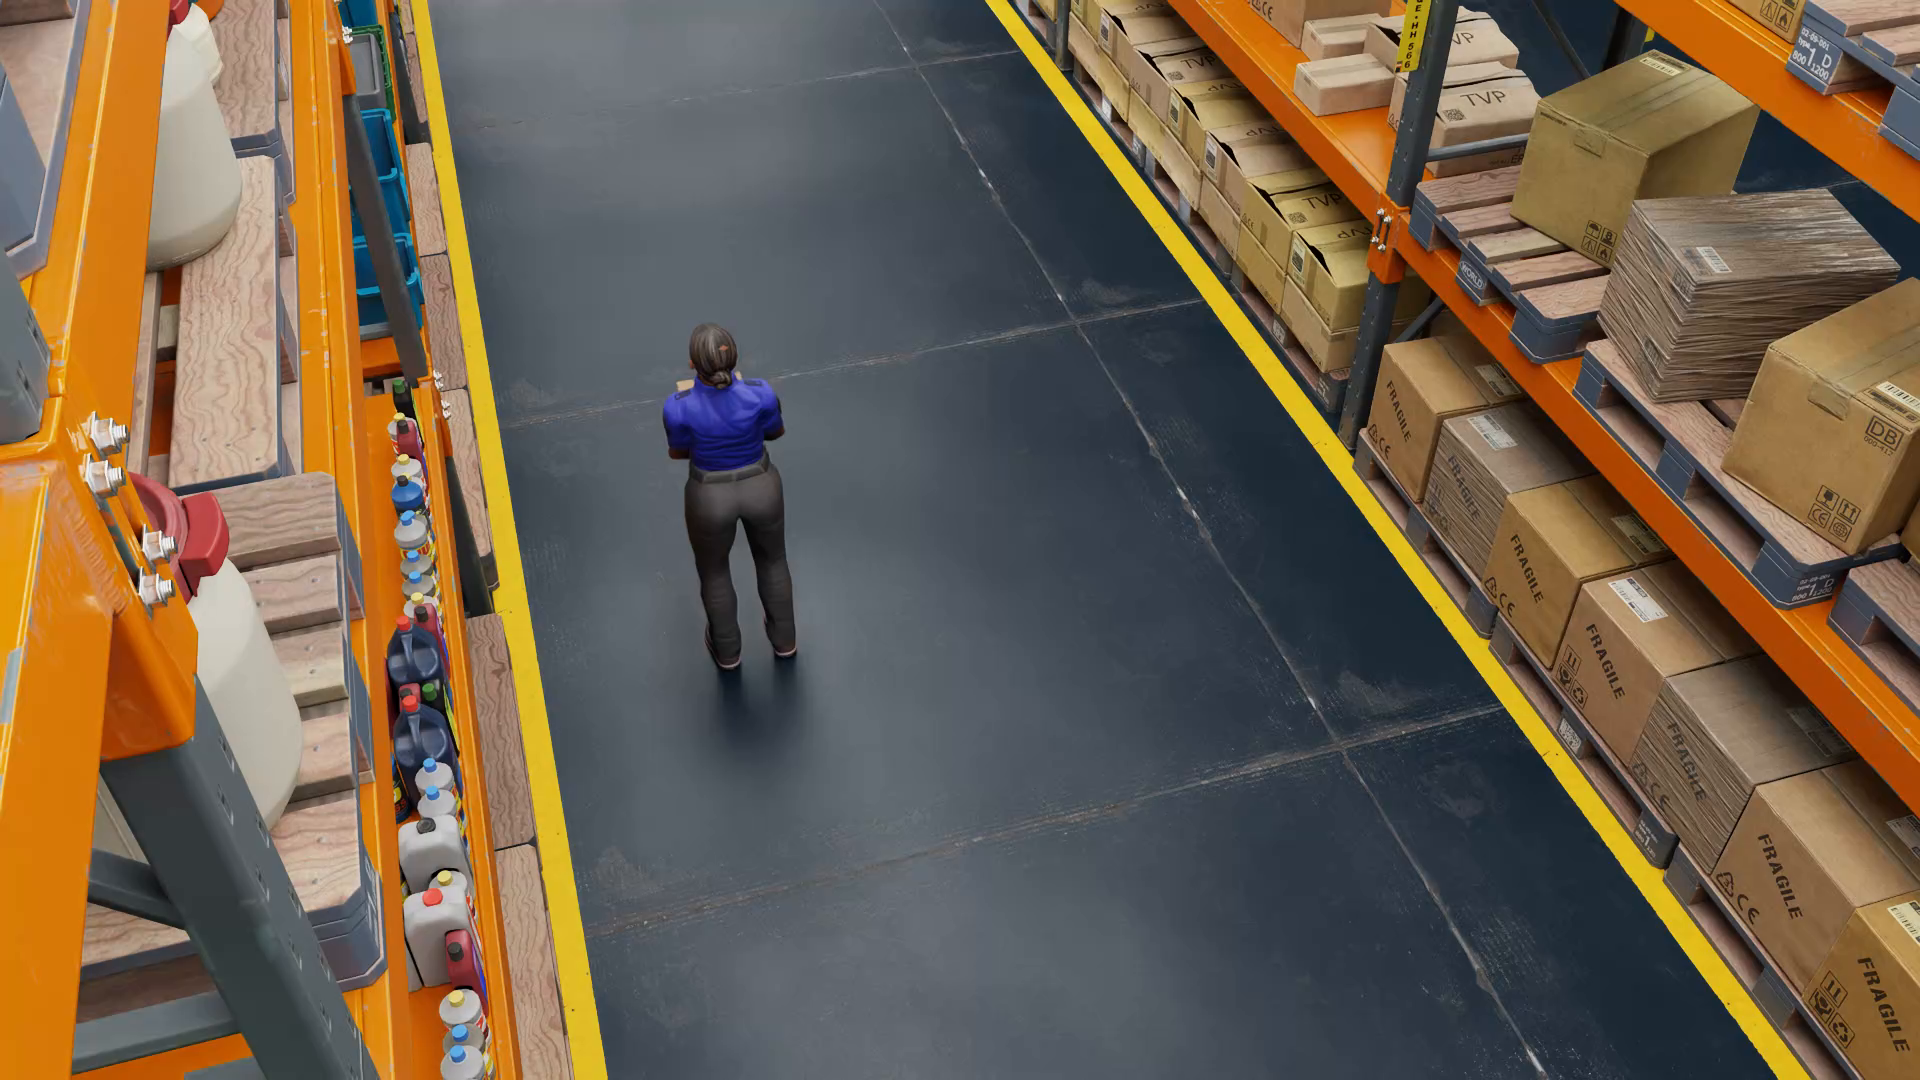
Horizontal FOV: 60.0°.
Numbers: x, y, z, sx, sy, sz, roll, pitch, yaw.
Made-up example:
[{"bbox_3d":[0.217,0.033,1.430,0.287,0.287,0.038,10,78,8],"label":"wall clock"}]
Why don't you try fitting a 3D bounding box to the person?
[{"bbox_3d":[-0.886,-0.218,6.410,0.451,1.650,0.512,-11,44,-12],"label":"person"}]
